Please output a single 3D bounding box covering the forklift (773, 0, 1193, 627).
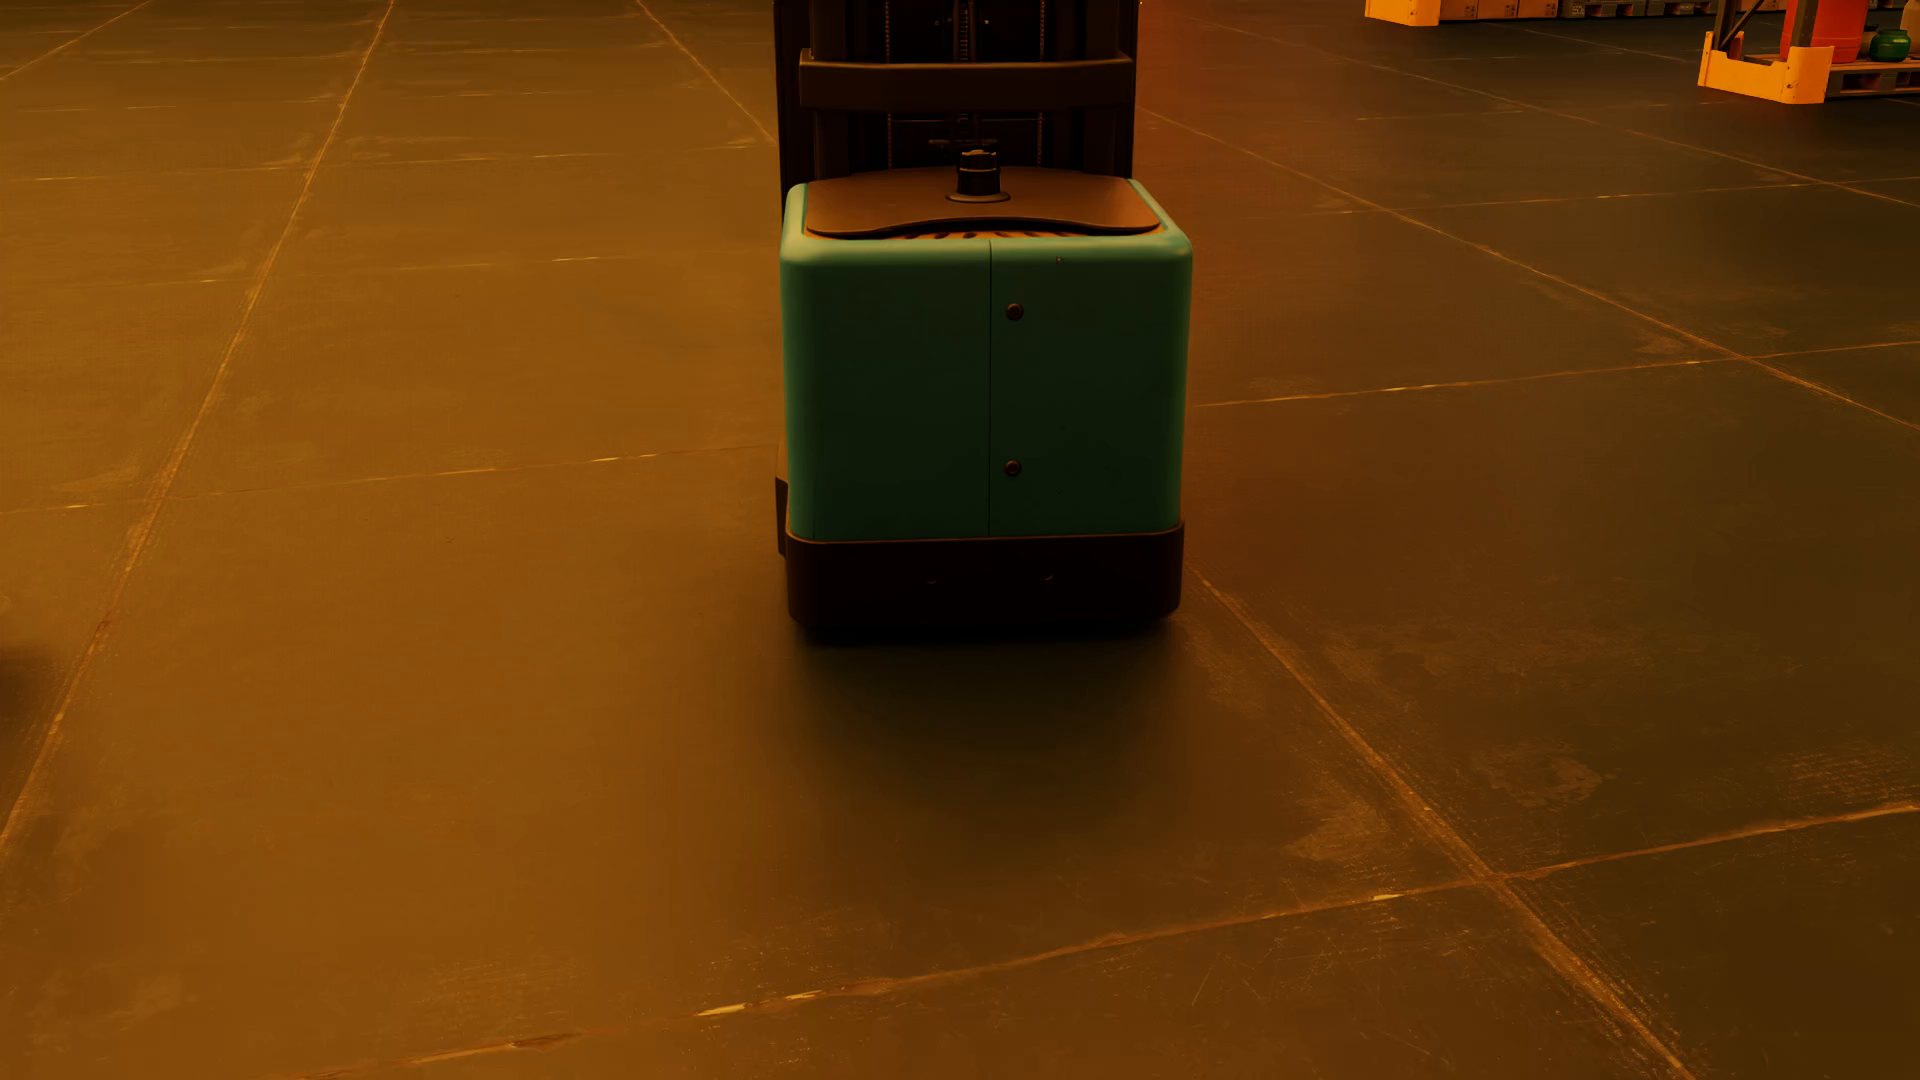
[{"bbox_3d":[-0.030,-1.657,5.203,1.130,2.935,3.031,-2,23,-4],"label":"forklift"}]
